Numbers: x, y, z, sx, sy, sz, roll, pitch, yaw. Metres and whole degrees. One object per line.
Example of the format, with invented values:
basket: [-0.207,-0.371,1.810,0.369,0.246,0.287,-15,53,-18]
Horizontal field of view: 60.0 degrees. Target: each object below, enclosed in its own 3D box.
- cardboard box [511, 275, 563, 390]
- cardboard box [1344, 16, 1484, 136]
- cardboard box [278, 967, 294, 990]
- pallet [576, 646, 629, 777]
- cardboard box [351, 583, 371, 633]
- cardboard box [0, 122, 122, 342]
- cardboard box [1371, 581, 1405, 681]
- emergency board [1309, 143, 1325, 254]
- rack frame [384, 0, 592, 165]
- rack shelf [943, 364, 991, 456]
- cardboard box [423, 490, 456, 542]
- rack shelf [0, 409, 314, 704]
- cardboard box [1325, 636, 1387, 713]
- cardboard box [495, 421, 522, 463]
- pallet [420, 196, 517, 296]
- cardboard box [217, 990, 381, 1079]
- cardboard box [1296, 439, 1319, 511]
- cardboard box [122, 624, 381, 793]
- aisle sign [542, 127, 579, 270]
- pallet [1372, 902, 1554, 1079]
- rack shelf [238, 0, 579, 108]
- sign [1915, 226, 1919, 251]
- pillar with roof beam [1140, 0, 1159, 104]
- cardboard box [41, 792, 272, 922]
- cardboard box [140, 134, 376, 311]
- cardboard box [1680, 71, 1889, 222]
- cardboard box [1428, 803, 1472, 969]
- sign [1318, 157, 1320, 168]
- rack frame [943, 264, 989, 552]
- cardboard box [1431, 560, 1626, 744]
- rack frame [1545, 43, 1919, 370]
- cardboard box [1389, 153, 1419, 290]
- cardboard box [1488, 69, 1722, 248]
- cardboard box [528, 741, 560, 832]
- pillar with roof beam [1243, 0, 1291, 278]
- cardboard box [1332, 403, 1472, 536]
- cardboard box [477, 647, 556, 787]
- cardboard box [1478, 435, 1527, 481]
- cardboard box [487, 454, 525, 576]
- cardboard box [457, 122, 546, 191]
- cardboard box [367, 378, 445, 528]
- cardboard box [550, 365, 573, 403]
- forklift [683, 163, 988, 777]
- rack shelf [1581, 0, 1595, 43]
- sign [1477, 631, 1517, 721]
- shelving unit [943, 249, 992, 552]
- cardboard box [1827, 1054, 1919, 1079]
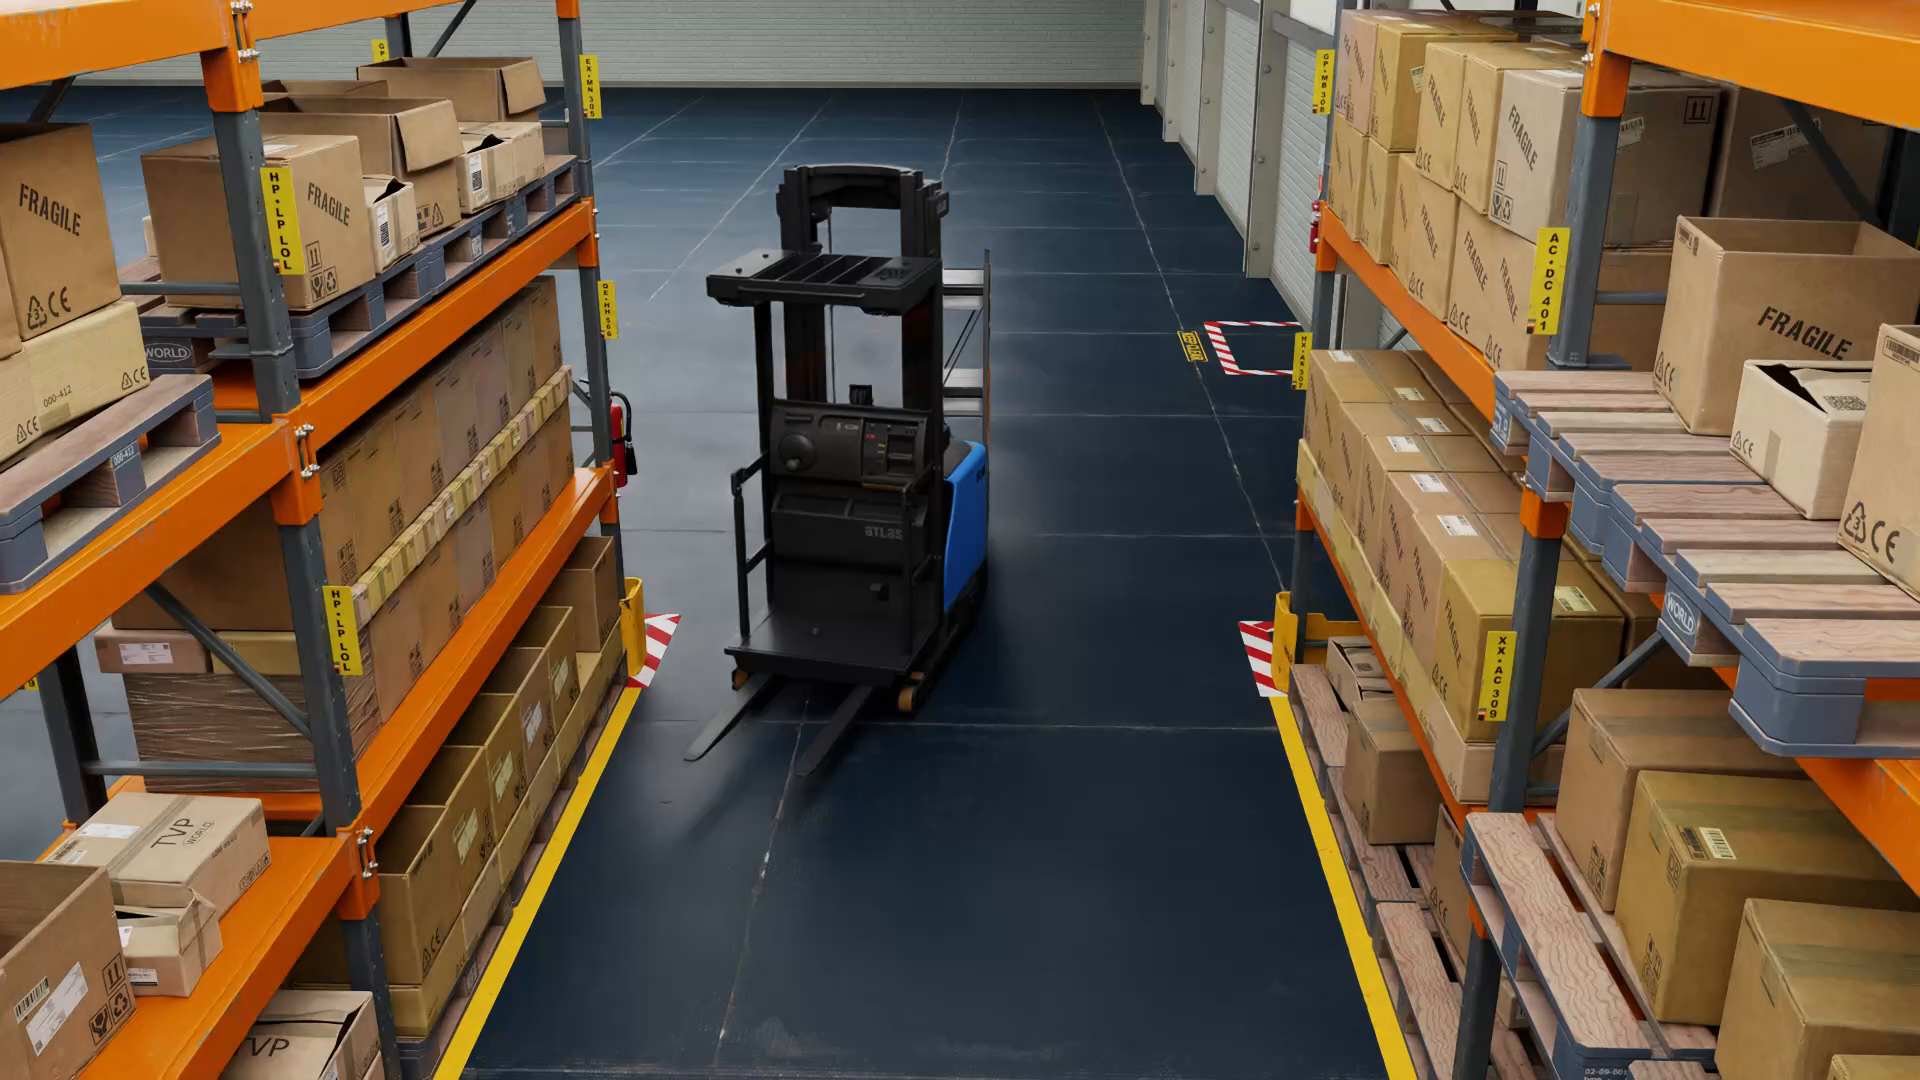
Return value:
cardboard box: [-2.531,-1.103,8.793,0.700,0.500,0.500,1,21,2]
cardboard box: [2.129,-2.189,7.829,0.500,0.500,0.500,0,21,1]
cardboard box: [-2.829,1.723,6.662,0.500,0.250,0.500,1,21,2]
pallet: [-2.484,0.938,9.320,1.003,0.211,1.213,1,21,2]
cardboard box: [-2.415,0.272,6.146,0.380,0.149,0.250,1,21,2]
cardboard box: [-2.683,-0.844,4.502,0.500,0.500,0.500,1,21,2]
cardboard box: [2.062,0.384,7.072,0.500,0.250,0.500,1,21,1]
emergency board: [3.588,-3.386,16.609,0.194,1.169,0.643,1,21,2]
rack frame: [-2.503,-3.436,8.445,1.000,3.000,0.127,1,21,2]
rack shelf: [-0.005,-0.906,11.500,0.431,0.518,0.480,1,21,2]
cardboard box: [-2.388,-0.103,7.113,0.380,0.149,0.250,0,21,0]
rack shelf: [-2.685,0.467,3.526,1.077,0.370,4.000,1,21,2]
cardboard box: [2.338,0.712,9.157,0.500,0.311,0.500,-2,21,-4]
cardboard box: [-2.356,-0.475,8.072,0.380,0.149,0.250,1,21,3]
pallet: [-2.584,-1.299,7.205,1.003,0.211,1.213,1,21,2]
cardboard box: [-2.350,1.781,5.737,0.500,0.311,0.500,1,21,2]
cardboard box: [2.117,-0.353,8.971,0.500,0.250,0.500,0,21,0]
cardboard box: [-2.617,0.600,6.198,0.700,0.500,0.500,0,21,0]
aisle sign: [-2.207,-1.872,9.112,0.394,0.787,0.004,1,21,2]
pallet: [2.312,1.917,6.797,1.003,0.211,1.213,1,21,2]
rack shelf: [-2.564,-2.191,6.783,1.077,0.370,4.000,1,21,2]
sign: [2.882,-0.958,4.946,0.100,0.325,0.005,1,21,2]
pillar with roof beam: [-0.098,-14.015,35.708,9.100,9.000,0.400,1,21,2]
cardboard box: [-2.596,1.055,5.369,0.500,0.250,0.500,2,21,5]
cardboard box: [-2.346,-1.078,5.602,0.500,0.500,0.500,2,21,6]
cardboard box: [2.628,-1.234,5.369,0.500,0.500,0.500,1,21,3]
cardboard box: [2.319,1.445,7.006,0.500,0.500,0.500,-1,21,-2]
sign: [3.699,-3.847,17.015,0.001,0.109,0.331,1,21,2]
rack frame: [-0.012,-0.831,11.267,0.400,2.100,0.015,1,21,2]
cardboard box: [2.032,0.397,6.002,0.500,0.500,0.500,1,21,1]
rack frame: [2.327,-1.937,4.580,1.000,3.000,0.127,1,21,2]
cardboard box: [2.130,-1.347,7.041,0.500,0.500,0.500,2,21,5]
cardboard box: [2.071,-1.244,5.395,0.500,0.500,0.500,-1,21,-3]
cardboard box: [-2.257,1.187,8.045,0.500,0.250,0.500,1,21,2]
pillar with roof beam: [-0.646,-7.506,18.935,9.100,9.000,0.400,1,21,2]
cardboard box: [2.087,-0.340,7.903,0.500,0.500,0.500,0,21,0]
cardboard box: [-2.254,0.837,7.909,0.500,0.500,0.500,1,21,2]
cardboard box: [2.595,-0.151,7.415,0.500,0.500,0.500,1,21,2]
cardboard box: [-2.562,-0.148,8.125,0.700,0.500,0.500,1,21,2]
cardboard box: [-2.274,-1.810,7.832,0.500,0.250,0.500,1,21,2]
cardboard box: [-2.587,-0.369,6.901,0.700,0.500,0.500,1,21,2]
cardboard box: [-2.324,-0.848,9.033,0.380,0.149,0.250,0,21,1]
forklift: [-0.698,-0.531,9.344,1.130,2.935,3.031,6,22,14]
rack shelf: [2.388,-2.323,6.575,1.077,0.370,4.000,1,21,2]
sign: [1.785,0.453,5.517,0.100,0.325,0.005,1,21,2]
shelving unit: [-0.005,-0.919,11.495,0.431,2.100,0.503,1,21,2]
cardboard box: [2.225,1.434,3.440,0.700,0.500,0.500,1,21,2]
